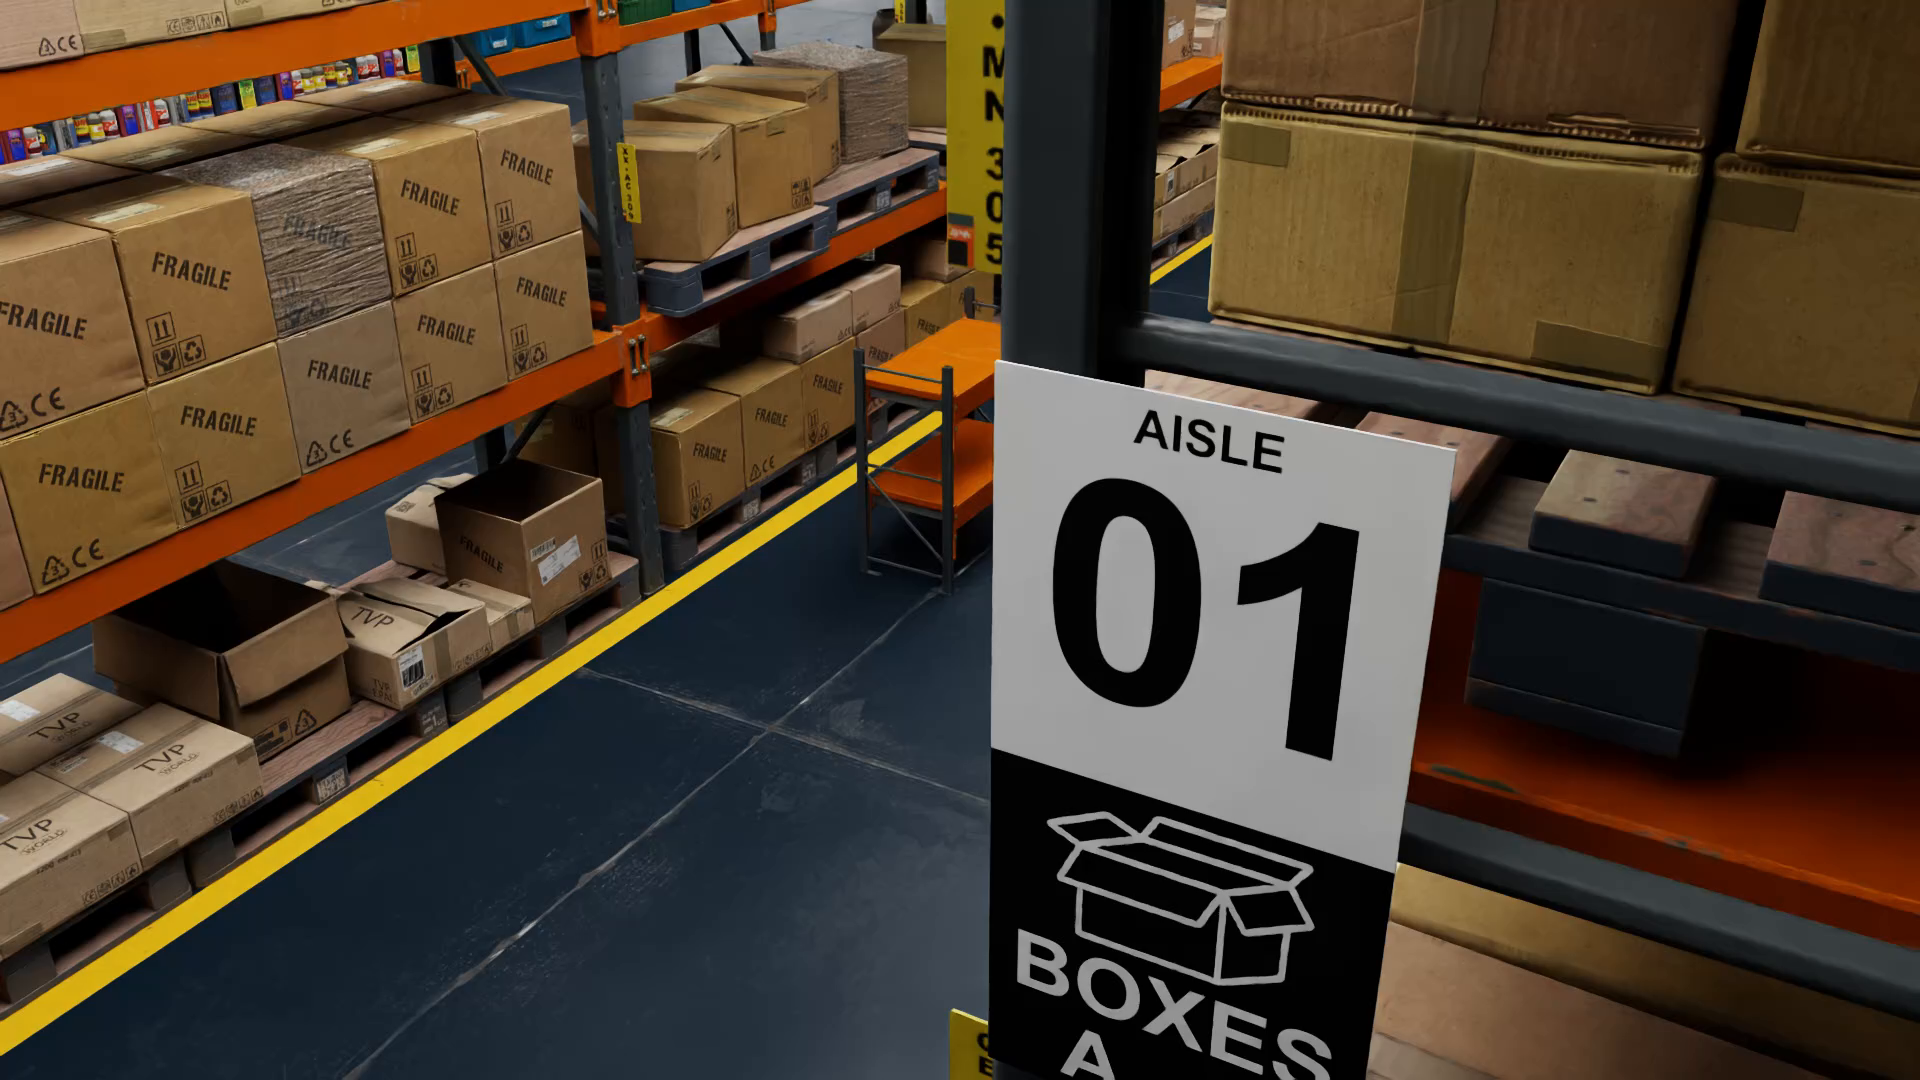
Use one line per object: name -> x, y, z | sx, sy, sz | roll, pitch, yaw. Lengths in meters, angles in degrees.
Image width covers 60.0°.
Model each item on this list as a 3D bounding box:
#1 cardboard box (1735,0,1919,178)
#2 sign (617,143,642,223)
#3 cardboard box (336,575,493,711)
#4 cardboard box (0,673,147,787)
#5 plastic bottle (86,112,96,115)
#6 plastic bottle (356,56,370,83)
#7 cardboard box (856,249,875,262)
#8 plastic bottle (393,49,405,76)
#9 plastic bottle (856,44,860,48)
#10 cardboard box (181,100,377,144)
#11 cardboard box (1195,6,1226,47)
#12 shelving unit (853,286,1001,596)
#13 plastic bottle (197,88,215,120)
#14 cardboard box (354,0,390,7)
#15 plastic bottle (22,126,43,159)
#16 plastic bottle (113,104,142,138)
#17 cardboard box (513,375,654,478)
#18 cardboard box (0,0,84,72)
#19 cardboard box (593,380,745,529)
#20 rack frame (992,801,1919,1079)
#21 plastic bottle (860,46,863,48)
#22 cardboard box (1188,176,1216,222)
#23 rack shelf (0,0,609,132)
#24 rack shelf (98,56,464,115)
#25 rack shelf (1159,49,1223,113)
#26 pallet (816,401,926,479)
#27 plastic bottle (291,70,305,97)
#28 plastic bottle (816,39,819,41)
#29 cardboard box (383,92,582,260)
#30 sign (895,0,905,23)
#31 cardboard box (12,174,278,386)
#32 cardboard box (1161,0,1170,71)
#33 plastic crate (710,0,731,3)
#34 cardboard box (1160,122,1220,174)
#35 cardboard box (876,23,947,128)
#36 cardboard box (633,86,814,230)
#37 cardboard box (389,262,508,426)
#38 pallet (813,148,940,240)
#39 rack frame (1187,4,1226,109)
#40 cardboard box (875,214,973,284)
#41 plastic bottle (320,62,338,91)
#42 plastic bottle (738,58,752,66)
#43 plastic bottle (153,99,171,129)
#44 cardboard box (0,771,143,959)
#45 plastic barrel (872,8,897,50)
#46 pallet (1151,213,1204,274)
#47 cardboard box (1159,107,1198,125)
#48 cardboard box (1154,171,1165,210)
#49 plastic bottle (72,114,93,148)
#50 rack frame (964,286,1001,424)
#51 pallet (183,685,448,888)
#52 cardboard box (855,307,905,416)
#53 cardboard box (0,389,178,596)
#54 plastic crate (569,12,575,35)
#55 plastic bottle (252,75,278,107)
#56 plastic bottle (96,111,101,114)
cardboard box -> 1.068, -0.631, 1.558 | 0.500, 0.500, 0.500 | 13, 29, 24
sign -> -1.372, -1.477, 6.882 | 0.100, 0.325, 0.005 | 14, 30, 26
cardboard box -> -2.251, 0.376, 6.660 | 0.500, 0.311, 0.500 | 14, 30, 26
cardboard box -> -3.270, 0.756, 5.970 | 0.500, 0.250, 0.500 | 14, 30, 26
plastic bottle -> -5.635, -2.837, 10.710 | 0.097, 0.271, 0.097 | 0, 27, 0
plastic bottle -> -4.253, -3.348, 11.809 | 0.097, 0.201, 0.097 | 0, 27, 0
cardboard box -> -0.606, -1.524, 10.245 | 0.500, 0.500, 0.500 | 13, 29, 24
plastic bottle -> -4.092, -3.476, 12.065 | 0.097, 0.201, 0.097 | 0, 27, 0
plastic bottle -> -1.072, -4.963, 17.282 | 0.144, 0.351, 0.185 | 16, 31, 28
cardboard box -> -2.579, -1.375, 6.417 | 0.500, 0.500, 0.500 | 13, 29, 25
cardboard box -> 1.883, -4.055, 13.168 | 0.500, 0.250, 0.500 | 16, 31, 29
shelving unit -> -0.003, -0.500, 7.993 | 0.538, 1.125, 1.048 | 14, 30, 26
plastic bottle -> -4.901, -2.866, 10.768 | 0.097, 0.271, 0.097 | 0, 27, 0
cardboard box -> -2.111, -2.040, 5.791 | 0.500, 0.250, 0.500 | 14, 30, 26
plastic bottle -> -5.501, -2.360, 9.835 | 0.097, 0.201, 0.097 | 0, 27, 0
plastic bottle -> -5.170, -2.641, 10.306 | 0.061, 0.283, 0.133 | 14, 30, 26
cardboard box -> -1.855, -0.541, 8.280 | 0.500, 0.500, 0.500 | 14, 30, 26
cardboard box -> -2.840, -1.453, 4.618 | 0.500, 0.250, 0.500 | 14, 30, 26
cardboard box -> -1.398, -0.420, 8.039 | 0.500, 0.500, 0.500 | 13, 29, 24
rack frame -> 0.499, 1.442, 2.018 | 1.000, 3.000, 0.127 | 14, 30, 26
plastic bottle -> -1.018, -5.076, 17.582 | 0.061, 0.283, 0.133 | 14, 30, 26
cardboard box -> 1.634, -2.661, 12.817 | 0.500, 0.250, 0.500 | 15, 30, 27
rack shelf -> -2.832, -1.446, 5.241 | 1.077, 0.370, 4.000 | 14, 30, 26
rack shelf -> -5.175, -2.756, 11.209 | 1.077, 0.370, 4.000 | 14, 30, 26
rack shelf -> 1.103, -3.223, 12.141 | 1.077, 0.370, 4.000 | 14, 30, 26
pallet -> -0.882, -0.762, 9.536 | 1.003, 0.211, 1.213 | 14, 30, 26
plastic bottle -> -4.540, -3.120, 11.355 | 0.097, 0.201, 0.097 | 0, 27, 0
plastic bottle -> -1.546, -5.235, 17.900 | 0.061, 0.283, 0.133 | 15, 30, 27
cardboard box -> -1.872, -1.444, 6.555 | 0.500, 0.500, 0.500 | 14, 30, 26
sign -> -0.365, -3.404, 10.405 | 0.100, 0.325, 0.005 | 14, 30, 26
cardboard box -> -2.618, -0.851, 5.371 | 0.500, 0.500, 0.500 | 14, 30, 26
cardboard box -> 1.190, -3.672, 12.124 | 0.500, 0.500, 0.500 | 14, 30, 26
plastic crate -> -2.195, -5.189, 15.193 | 0.402, 0.464, 0.583 | 14, 30, 26
cardboard box -> 1.887, -3.108, 13.084 | 0.500, 0.311, 0.500 | 15, 30, 28
cardboard box -> -0.092, -2.727, 9.767 | 0.700, 0.500, 0.500 | 5, 27, 9
cardboard box -> -1.138, -1.856, 8.026 | 0.700, 0.500, 0.500 | 20, 33, 34
cardboard box -> -2.123, -0.798, 6.382 | 0.500, 0.500, 0.500 | 15, 30, 28
pallet -> -0.833, -1.920, 8.950 | 1.003, 0.211, 1.213 | 14, 30, 26
rack frame -> 2.087, -4.324, 13.537 | 1.000, 3.000, 0.127 | 14, 30, 26
cardboard box -> -0.160, -1.740, 9.839 | 0.500, 0.250, 0.500 | 15, 30, 28
plastic bottle -> -4.397, -3.266, 11.566 | 0.097, 0.271, 0.097 | 0, 27, 0
plastic bottle -> -2.158, -4.743, 16.841 | 0.144, 0.351, 0.185 | 13, 30, 25
plastic bottle -> -5.063, -2.706, 10.527 | 0.097, 0.201, 0.097 | 0, 27, 0
cardboard box -> -3.056, 1.041, 5.399 | 0.500, 0.250, 0.500 | 14, 30, 26
plastic barrel -> -0.760, -5.582, 18.360 | 0.421, 0.512, 0.421 | 0, 27, 0
pallet -> 1.159, -2.304, 12.617 | 1.003, 0.211, 1.213 | 14, 30, 26
cardboard box -> 1.667, -3.427, 13.721 | 0.500, 0.311, 0.500 | 14, 30, 26
cardboard box -> 1.137, -2.518, 11.906 | 0.500, 0.311, 0.500 | 13, 30, 25
plastic bottle -> -5.339, -2.519, 10.075 | 0.097, 0.271, 0.097 | 0, 27, 0
rack frame -> 0.247, -0.698, 8.389 | 0.500, 1.125, 0.032 | 14, 30, 26
pallet -> -2.786, 0.786, 6.445 | 1.003, 0.211, 1.213 | 14, 30, 26
cardboard box -> -0.644, -1.020, 9.238 | 0.500, 0.500, 0.500 | 13, 29, 24
cardboard box -> -2.870, -0.204, 5.195 | 0.500, 0.500, 0.500 | 14, 30, 26
plastic crate -> -3.130, -4.448, 13.714 | 0.402, 0.464, 0.583 | 14, 30, 26
plastic bottle -> -4.696, -3.085, 11.118 | 0.144, 0.351, 0.185 | 14, 30, 26
plastic bottle -> -5.639, -2.949, 10.930 | 0.152, 0.276, 0.135 | 14, 30, 26
